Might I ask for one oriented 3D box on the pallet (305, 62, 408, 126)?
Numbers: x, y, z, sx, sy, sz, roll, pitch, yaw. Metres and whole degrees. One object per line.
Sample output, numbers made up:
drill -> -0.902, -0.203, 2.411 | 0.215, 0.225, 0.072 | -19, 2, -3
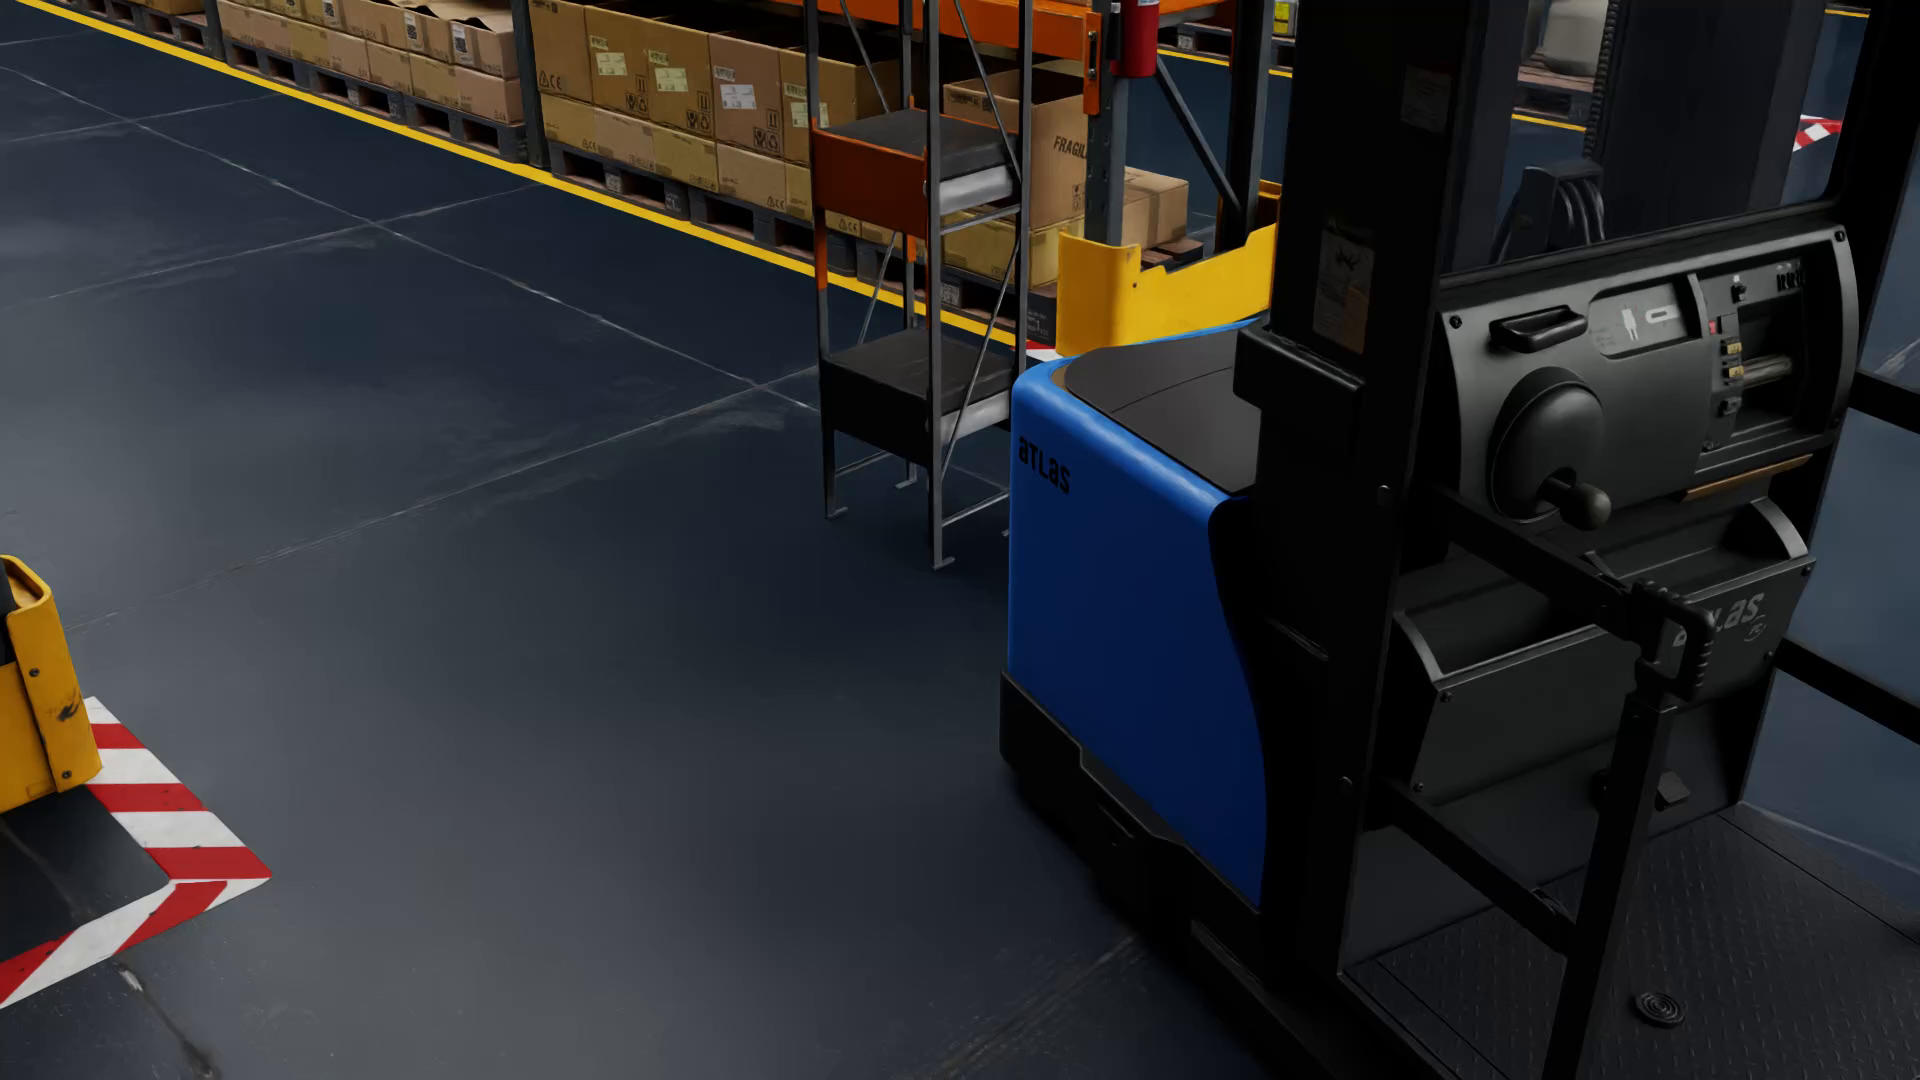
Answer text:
pallet -> -3.407, -2.928, 10.591 | 1.213, 0.211, 1.003 | 25, 36, 38

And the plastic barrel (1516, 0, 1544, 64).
plastic barrel -> 3.467, -3.312, 10.547 | 0.421, 0.512, 0.421 | 0, 28, 0

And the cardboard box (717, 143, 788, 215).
cardboard box -> -0.795, -1.763, 7.882 | 0.500, 0.250, 0.500 | 25, 36, 38

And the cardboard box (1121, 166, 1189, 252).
cardboard box -> 0.646, -1.449, 7.286 | 0.500, 0.250, 0.500 | 25, 36, 38

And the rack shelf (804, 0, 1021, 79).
rack shelf -> -0.118, -1.591, 4.545 | 0.480, 0.518, 0.431 | 25, 36, 38

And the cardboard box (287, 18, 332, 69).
cardboard box -> -3.931, -3.211, 10.636 | 0.500, 0.250, 0.500 | 23, 36, 37

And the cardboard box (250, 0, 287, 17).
cardboard box -> -4.284, -3.622, 10.815 | 0.500, 0.311, 0.500 | 24, 36, 37

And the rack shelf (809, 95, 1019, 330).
rack shelf -> -0.118, -0.971, 4.870 | 0.480, 0.518, 0.431 | 25, 36, 38

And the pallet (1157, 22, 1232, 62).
pallet -> 1.945, -3.712, 12.082 | 1.213, 0.211, 1.003 | 25, 36, 38

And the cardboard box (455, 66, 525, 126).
cardboard box -> -2.479, -2.544, 9.369 | 0.500, 0.250, 0.500 | 24, 36, 38

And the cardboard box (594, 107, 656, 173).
cardboard box -> -1.509, -2.089, 8.502 | 0.500, 0.250, 0.500 | 25, 36, 38

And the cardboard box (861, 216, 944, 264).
cardboard box -> -0.082, -1.436, 7.262 | 0.500, 0.250, 0.500 | 25, 36, 38

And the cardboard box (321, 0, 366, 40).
cardboard box -> -3.555, -3.287, 10.179 | 0.500, 0.311, 0.500 | 24, 36, 38

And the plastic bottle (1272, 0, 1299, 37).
plastic bottle -> 2.218, -3.600, 11.247 | 0.185, 0.351, 0.144 | 24, 36, 38

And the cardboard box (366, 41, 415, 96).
cardboard box -> -3.204, -2.877, 10.001 | 0.500, 0.250, 0.500 | -24, 36, -38

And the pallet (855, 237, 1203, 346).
pallet -> 0.298, -1.233, 7.367 | 1.213, 0.211, 1.003 | 25, 36, 38

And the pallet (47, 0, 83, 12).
pallet -> -7.078, -4.660, 13.885 | 1.213, 0.211, 1.003 | 25, 36, 38

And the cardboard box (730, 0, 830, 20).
cardboard box -> -0.789, -2.430, 8.345 | 0.500, 0.500, 0.500 | 25, 36, 38

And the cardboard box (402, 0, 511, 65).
cardboard box -> -2.845, -2.958, 9.553 | 0.500, 0.311, 0.500 | -24, 36, -38

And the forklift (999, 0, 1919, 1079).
forklift -> 1.245, -0.236, 2.549 | 1.130, 2.935, 3.031 | -14, 31, -25

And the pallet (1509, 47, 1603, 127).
pallet -> 3.685, -2.916, 10.568 | 1.213, 0.211, 1.003 | 25, 36, 38

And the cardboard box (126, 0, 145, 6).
cardboard box -> -6.033, -4.326, 12.468 | 0.500, 0.500, 0.500 | 23, 35, 37

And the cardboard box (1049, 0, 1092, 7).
cardboard box -> 0.548, -2.432, 6.545 | 0.500, 0.500, 0.700 | 25, 36, 38

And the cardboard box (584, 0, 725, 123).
cardboard box -> -1.507, -2.421, 8.330 | 0.500, 0.500, 0.500 | 25, 36, 38

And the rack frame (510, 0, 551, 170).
rack frame -> -1.980, -3.536, 8.753 | 0.127, 3.000, 1.000 | 25, 36, 38

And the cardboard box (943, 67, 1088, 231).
cardboard box -> 0.281, -1.608, 6.783 | 0.500, 0.500, 0.500 | 25, 36, 38

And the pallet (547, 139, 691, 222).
pallet -> -1.442, -2.029, 8.882 | 1.213, 0.211, 1.003 | 25, 36, 38

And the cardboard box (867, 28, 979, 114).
cardboard box -> -0.078, -2.102, 7.722 | 0.500, 0.500, 0.500 | 25, 36, 38

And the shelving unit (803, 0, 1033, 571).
shelving unit -> -0.118, -0.983, 4.864 | 0.503, 2.100, 0.431 | 25, 36, 38

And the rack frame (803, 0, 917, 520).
rack frame -> -0.292, -1.063, 5.015 | 0.015, 2.100, 0.400 | 25, 36, 38

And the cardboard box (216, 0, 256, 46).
cardboard box -> -4.665, -3.542, 11.267 | 0.500, 0.250, 0.500 | 24, 36, 38

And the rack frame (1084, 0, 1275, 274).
rack frame -> 0.872, -2.231, 6.270 | 0.127, 3.000, 1.000 | 25, 36, 38

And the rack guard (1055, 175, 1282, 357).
rack guard -> 0.889, -1.117, 6.837 | 0.348, 0.500, 1.175 | 25, 36, 38

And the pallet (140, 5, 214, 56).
pallet -> -5.338, -3.864, 12.371 | 1.213, 0.211, 1.003 | 25, 36, 38

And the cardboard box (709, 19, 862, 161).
cardboard box -> -0.798, -2.093, 7.705 | 0.500, 0.500, 0.500 | 25, 36, 38
